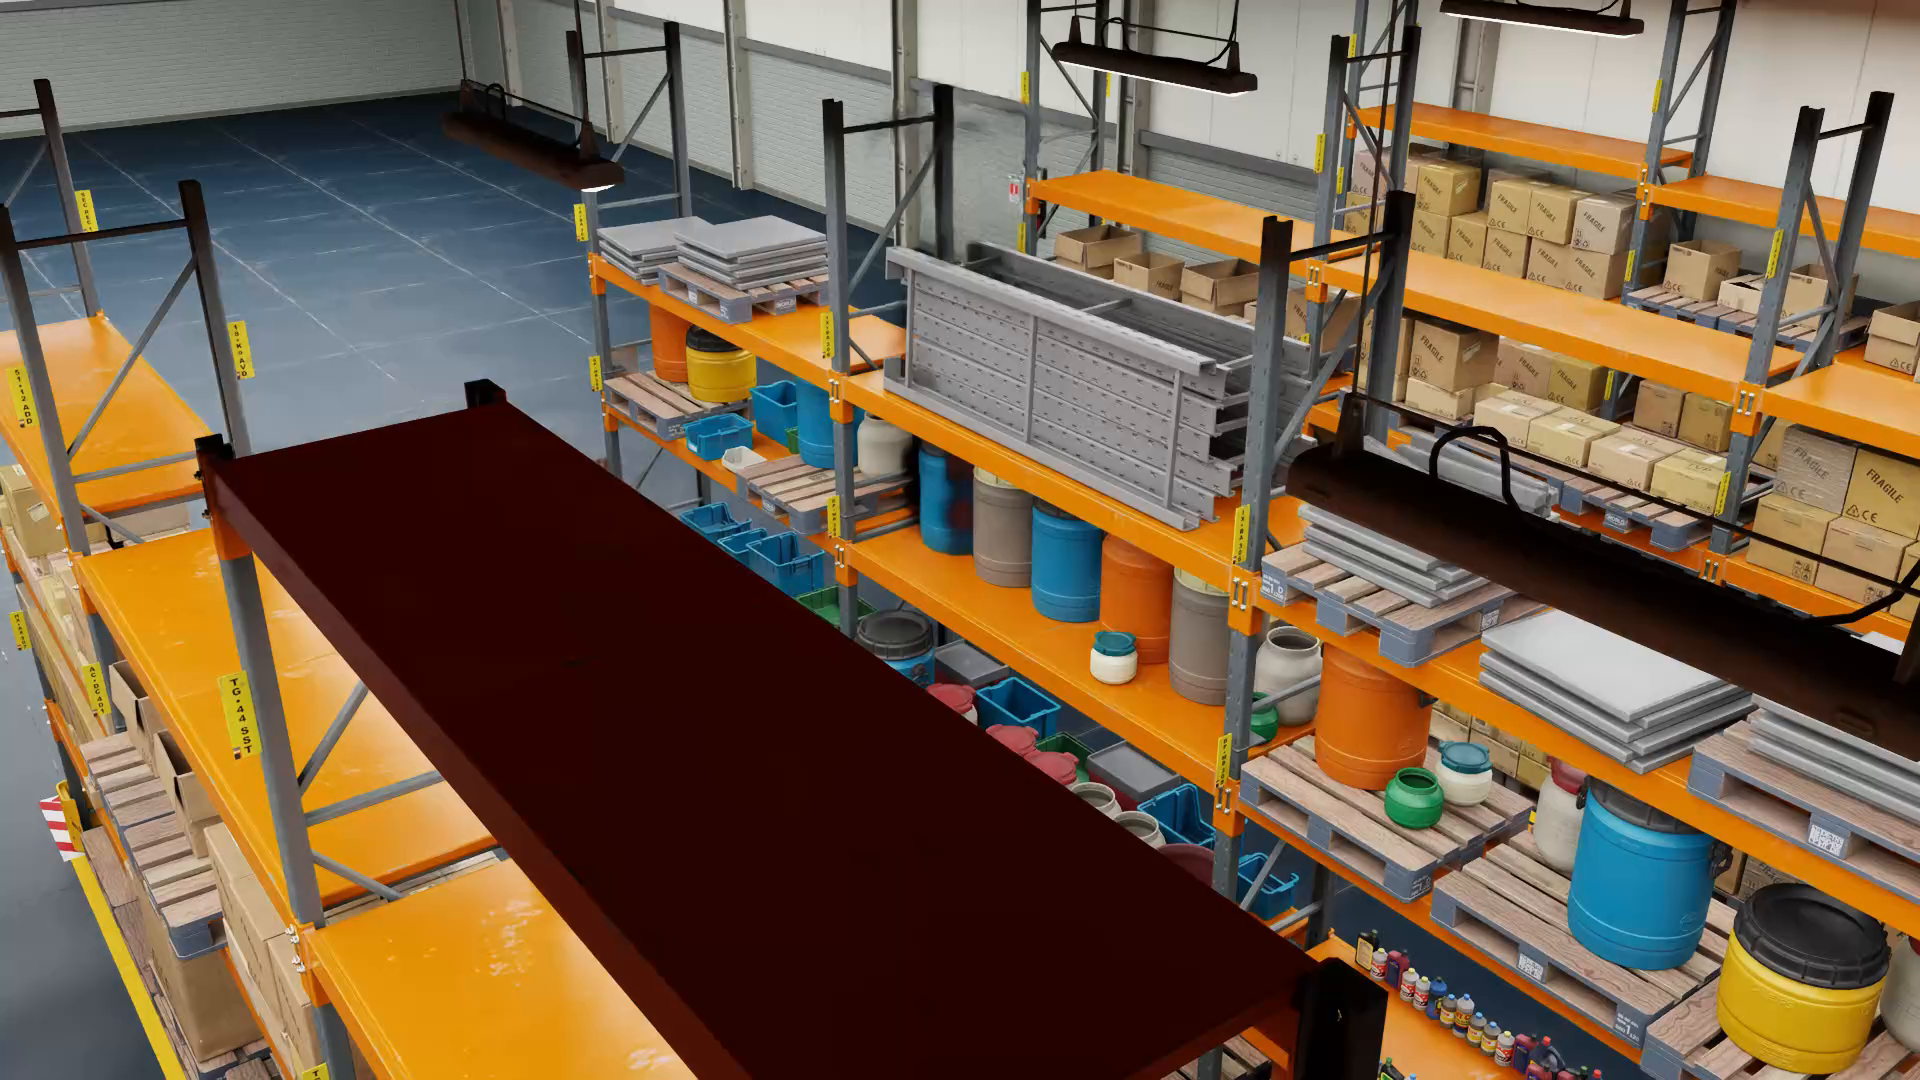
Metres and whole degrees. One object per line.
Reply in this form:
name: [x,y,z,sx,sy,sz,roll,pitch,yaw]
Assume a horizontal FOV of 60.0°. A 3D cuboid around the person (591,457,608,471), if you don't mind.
person: [-3.747,-0.130,17.459,0.539,1.575,0.554,-1,25,-1]
